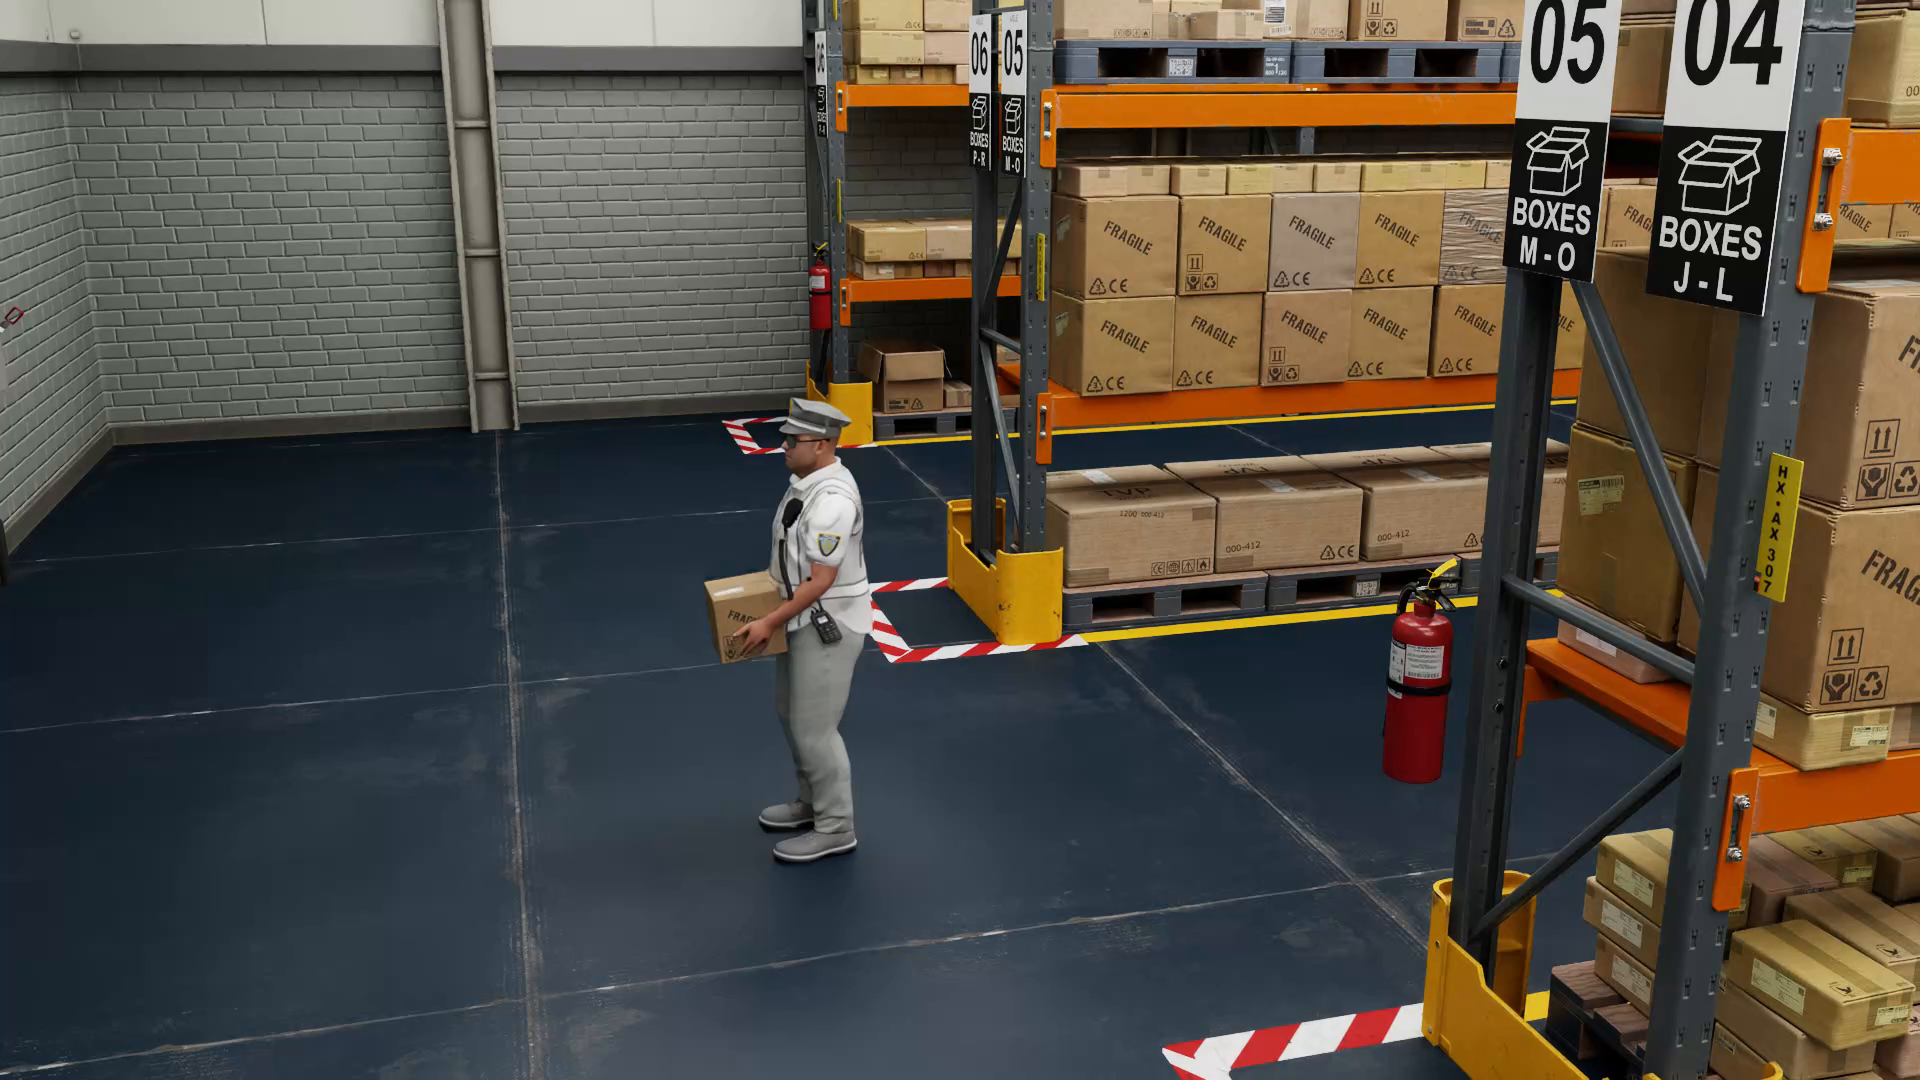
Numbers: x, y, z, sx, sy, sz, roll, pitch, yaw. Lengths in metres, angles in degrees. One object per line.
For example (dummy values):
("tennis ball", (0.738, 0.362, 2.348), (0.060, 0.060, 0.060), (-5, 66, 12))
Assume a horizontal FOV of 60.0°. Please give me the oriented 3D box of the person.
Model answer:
("person", (-0.613, 0.328, 6.313), (0.536, 1.774, 0.524), (-5, 16, -16))
